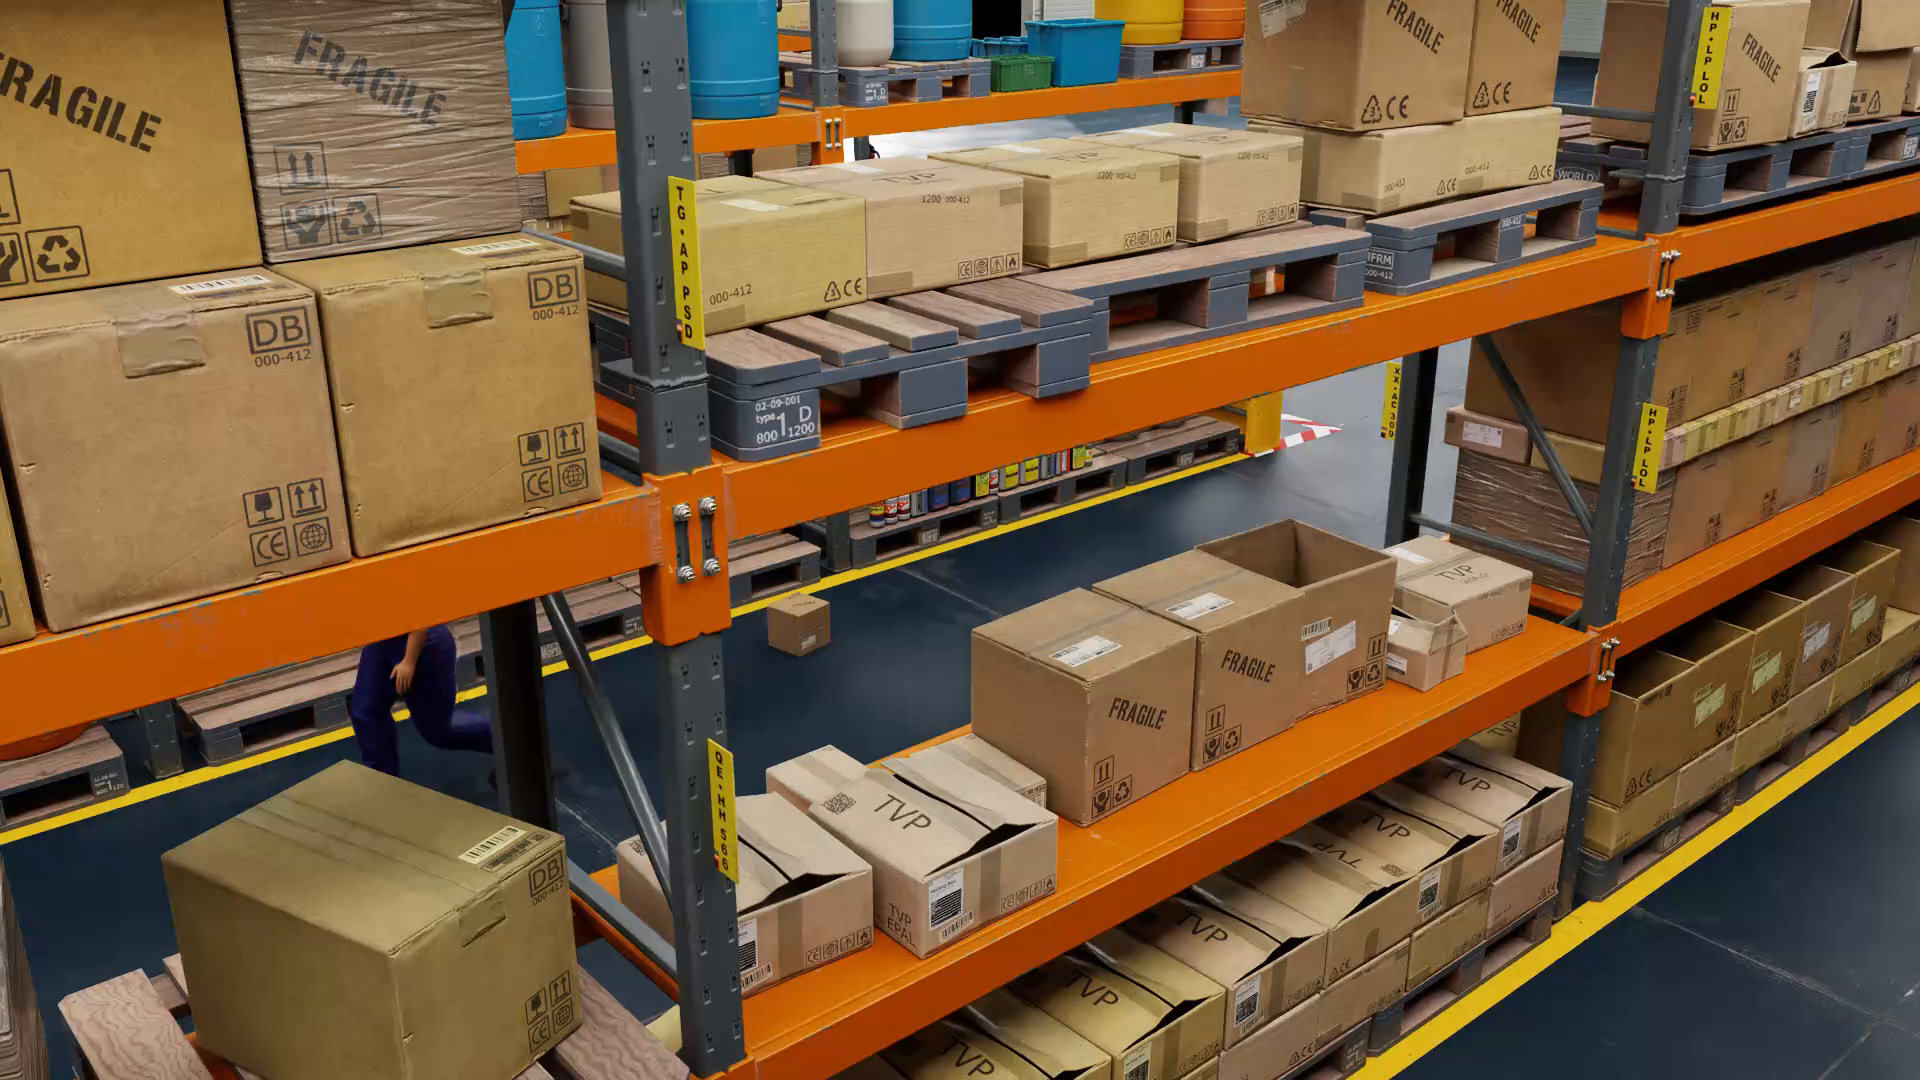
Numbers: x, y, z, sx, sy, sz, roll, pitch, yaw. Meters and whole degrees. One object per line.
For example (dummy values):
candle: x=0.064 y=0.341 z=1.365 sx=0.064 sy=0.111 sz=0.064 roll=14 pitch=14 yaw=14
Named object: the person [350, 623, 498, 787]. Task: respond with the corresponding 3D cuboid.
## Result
person: x=-2.414 y=0.450 z=7.409 sx=0.888 sy=1.604 sz=0.469 roll=-17 pitch=27 yaw=-36
